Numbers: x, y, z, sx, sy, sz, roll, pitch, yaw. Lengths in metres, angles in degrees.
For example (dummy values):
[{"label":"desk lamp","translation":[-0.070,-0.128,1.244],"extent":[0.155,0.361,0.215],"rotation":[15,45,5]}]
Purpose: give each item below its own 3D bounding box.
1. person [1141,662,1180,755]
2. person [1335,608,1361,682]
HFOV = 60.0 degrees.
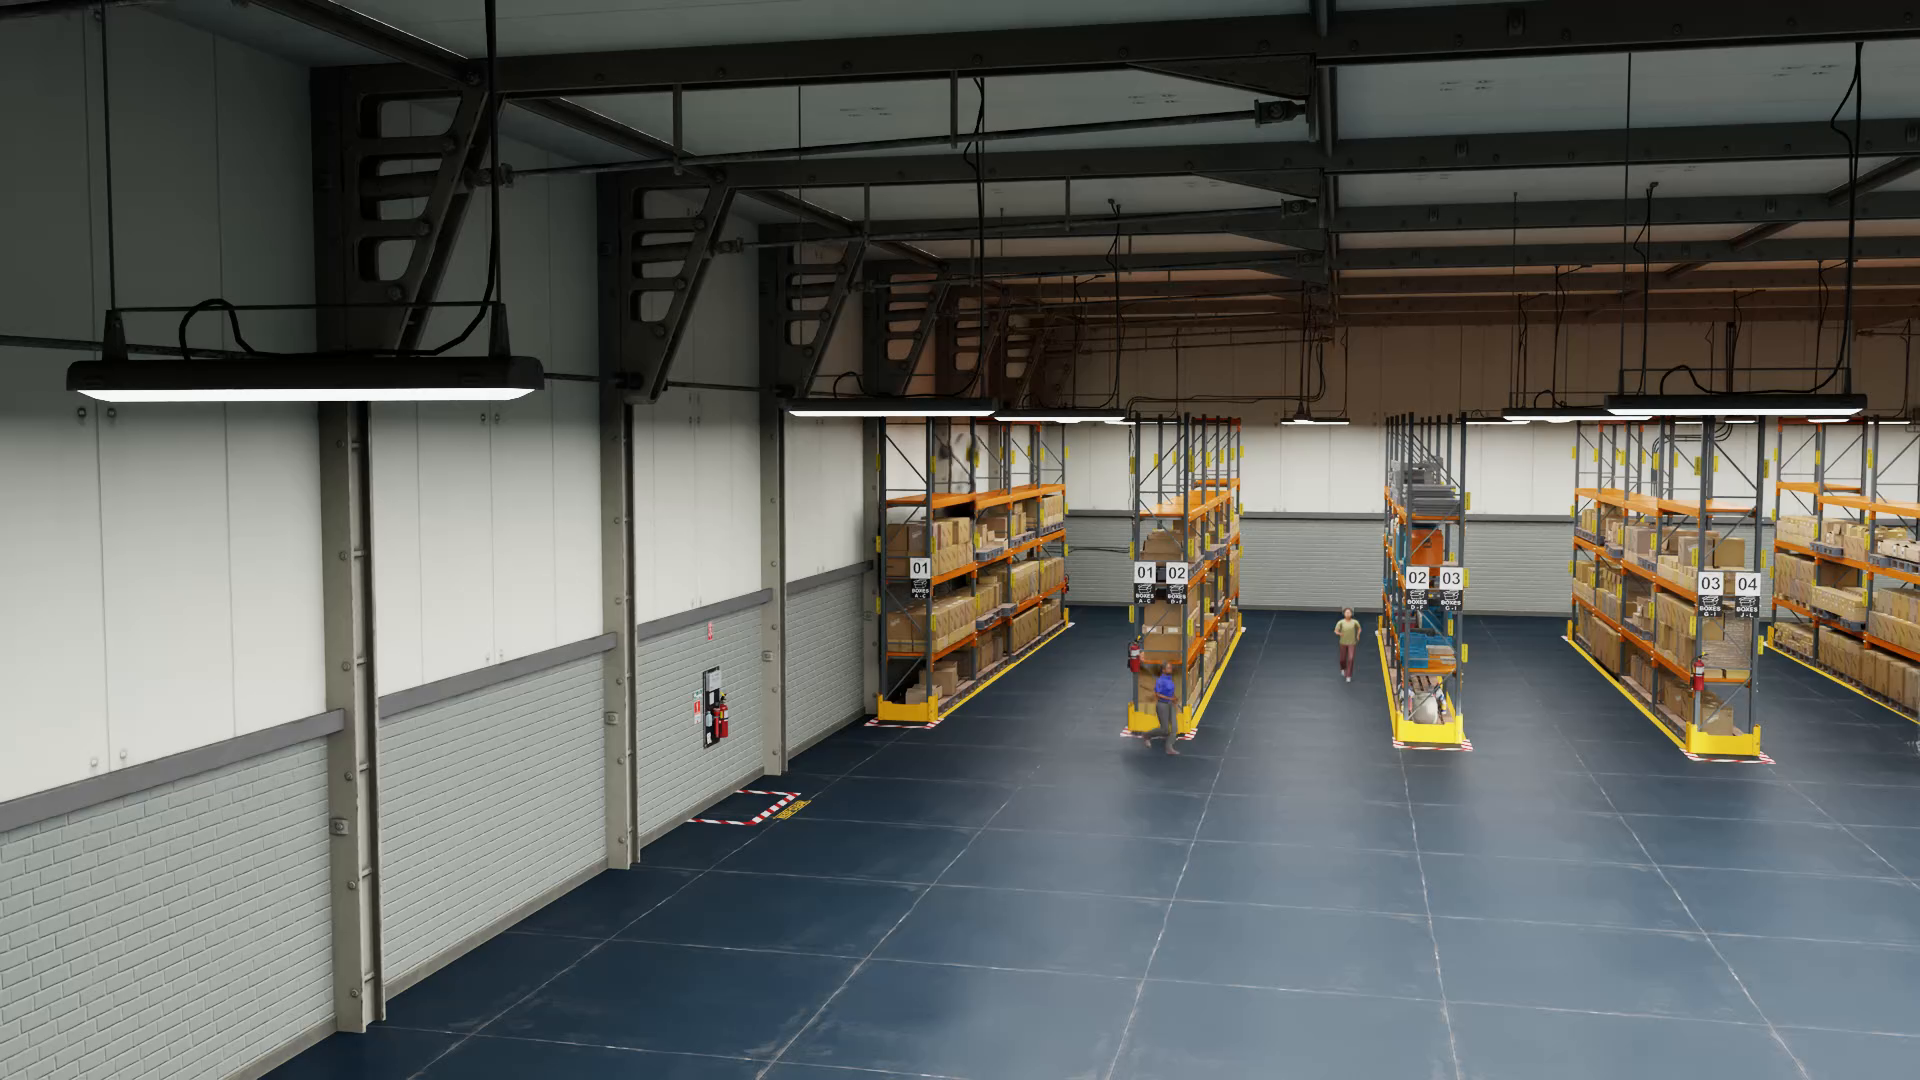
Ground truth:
[{"label":"person","translation":[3.558,2.938,29.150],"extent":[0.725,1.619,0.576],"rotation":[2,5,32]},{"label":"person","translation":[8.758,2.351,37.550],"extent":[0.588,1.643,0.898],"rotation":[1,4,12]}]
